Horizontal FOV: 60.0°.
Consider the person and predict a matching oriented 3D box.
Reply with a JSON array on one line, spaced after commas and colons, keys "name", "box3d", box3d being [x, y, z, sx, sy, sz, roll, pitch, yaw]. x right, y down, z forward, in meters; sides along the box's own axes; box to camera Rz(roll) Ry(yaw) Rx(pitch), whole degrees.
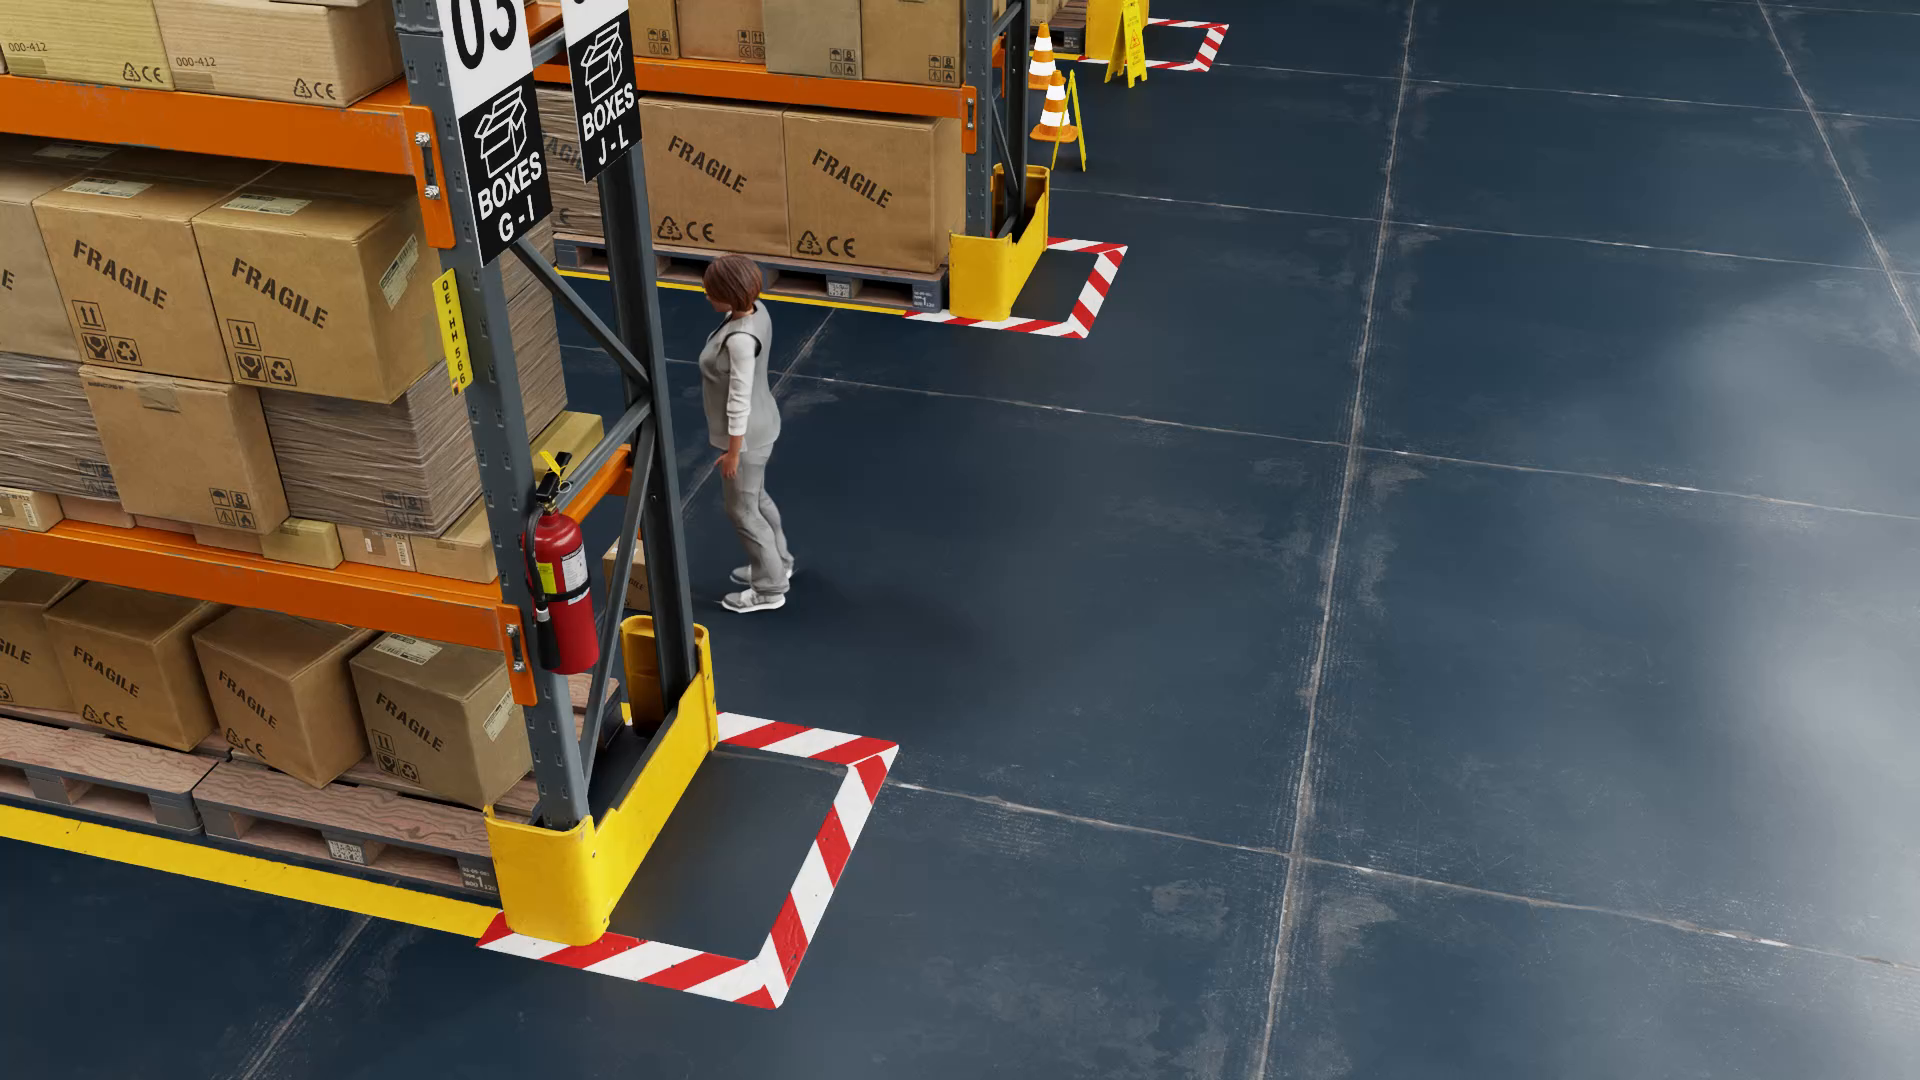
[{"name": "person", "box3d": [-0.877, -0.416, 6.798, 0.305, 1.601, 0.407, 0, 33, 0]}]
